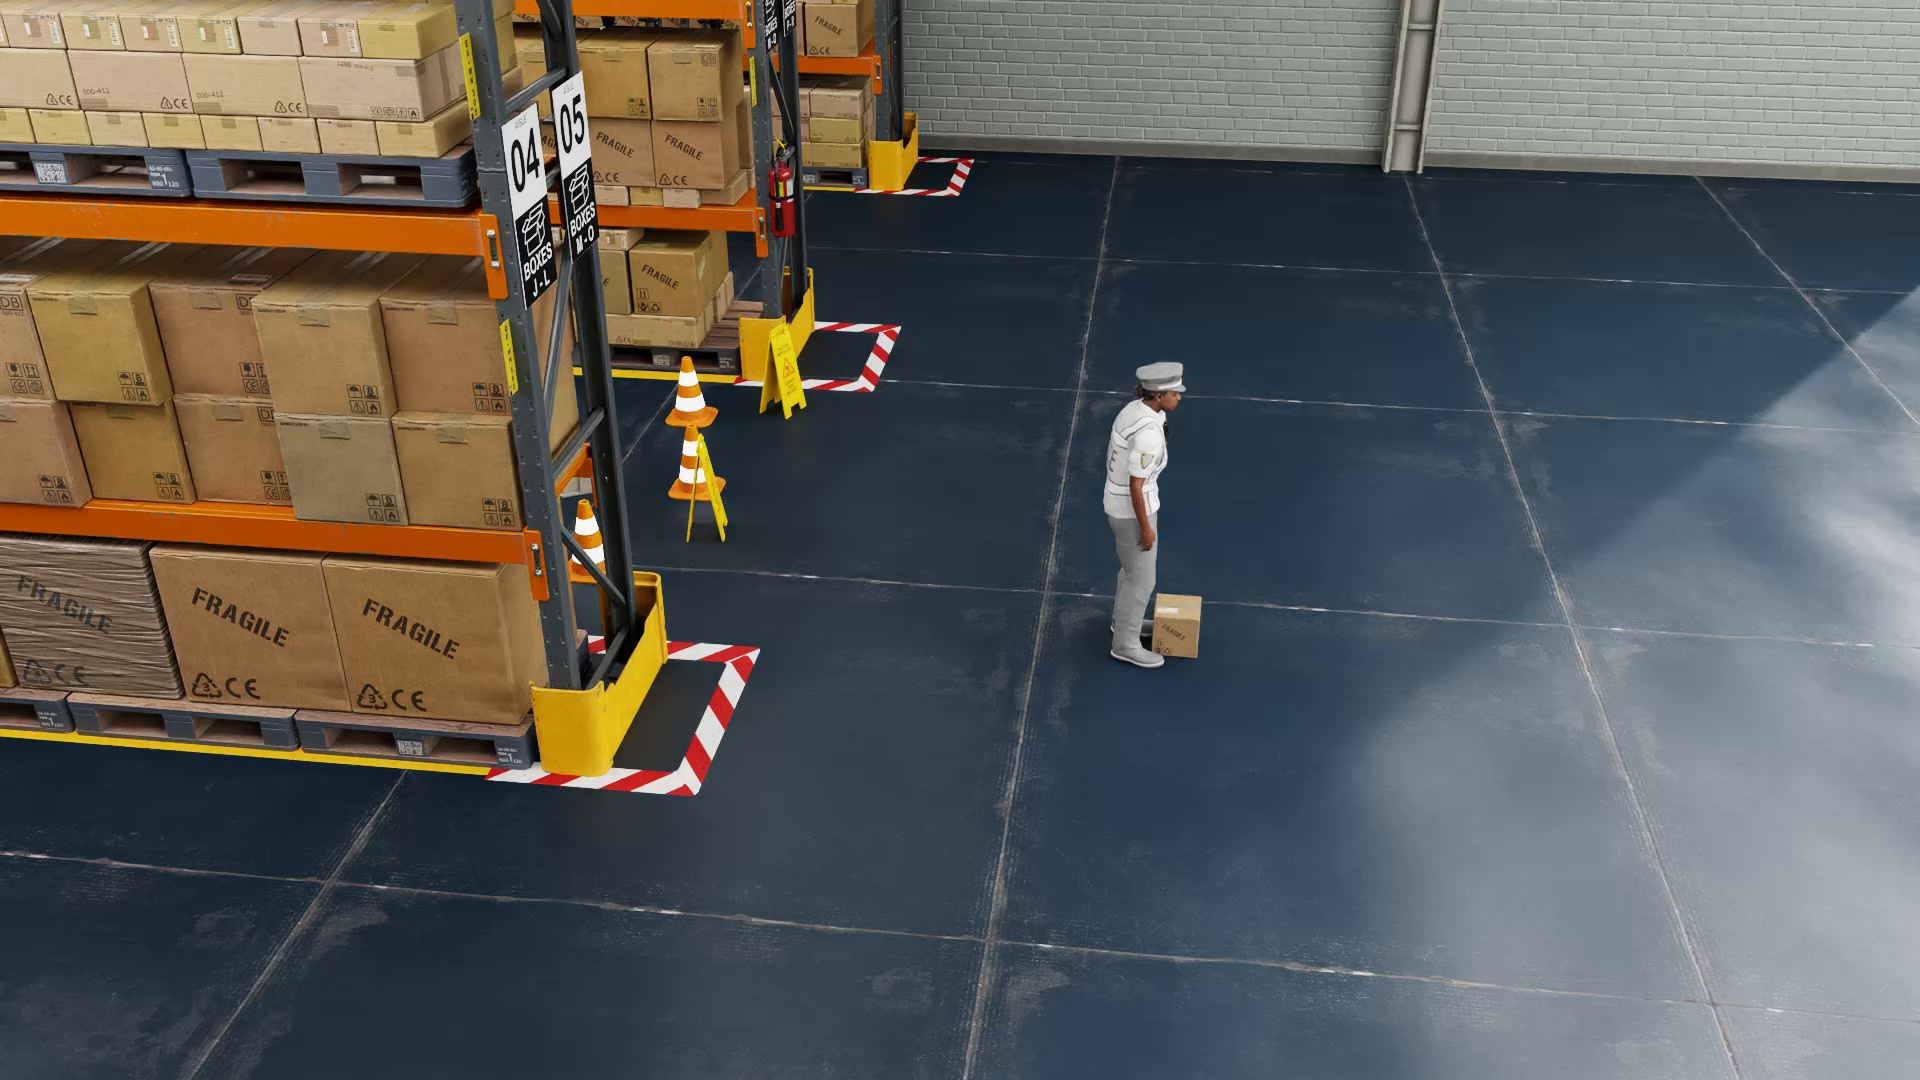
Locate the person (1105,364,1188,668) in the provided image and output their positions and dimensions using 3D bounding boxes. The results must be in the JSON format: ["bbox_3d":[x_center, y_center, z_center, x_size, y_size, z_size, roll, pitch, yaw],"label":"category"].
[{"bbox_3d":[0.971,-0.145,8.903,0.397,1.646,0.511,3,29,6],"label":"person"}]
